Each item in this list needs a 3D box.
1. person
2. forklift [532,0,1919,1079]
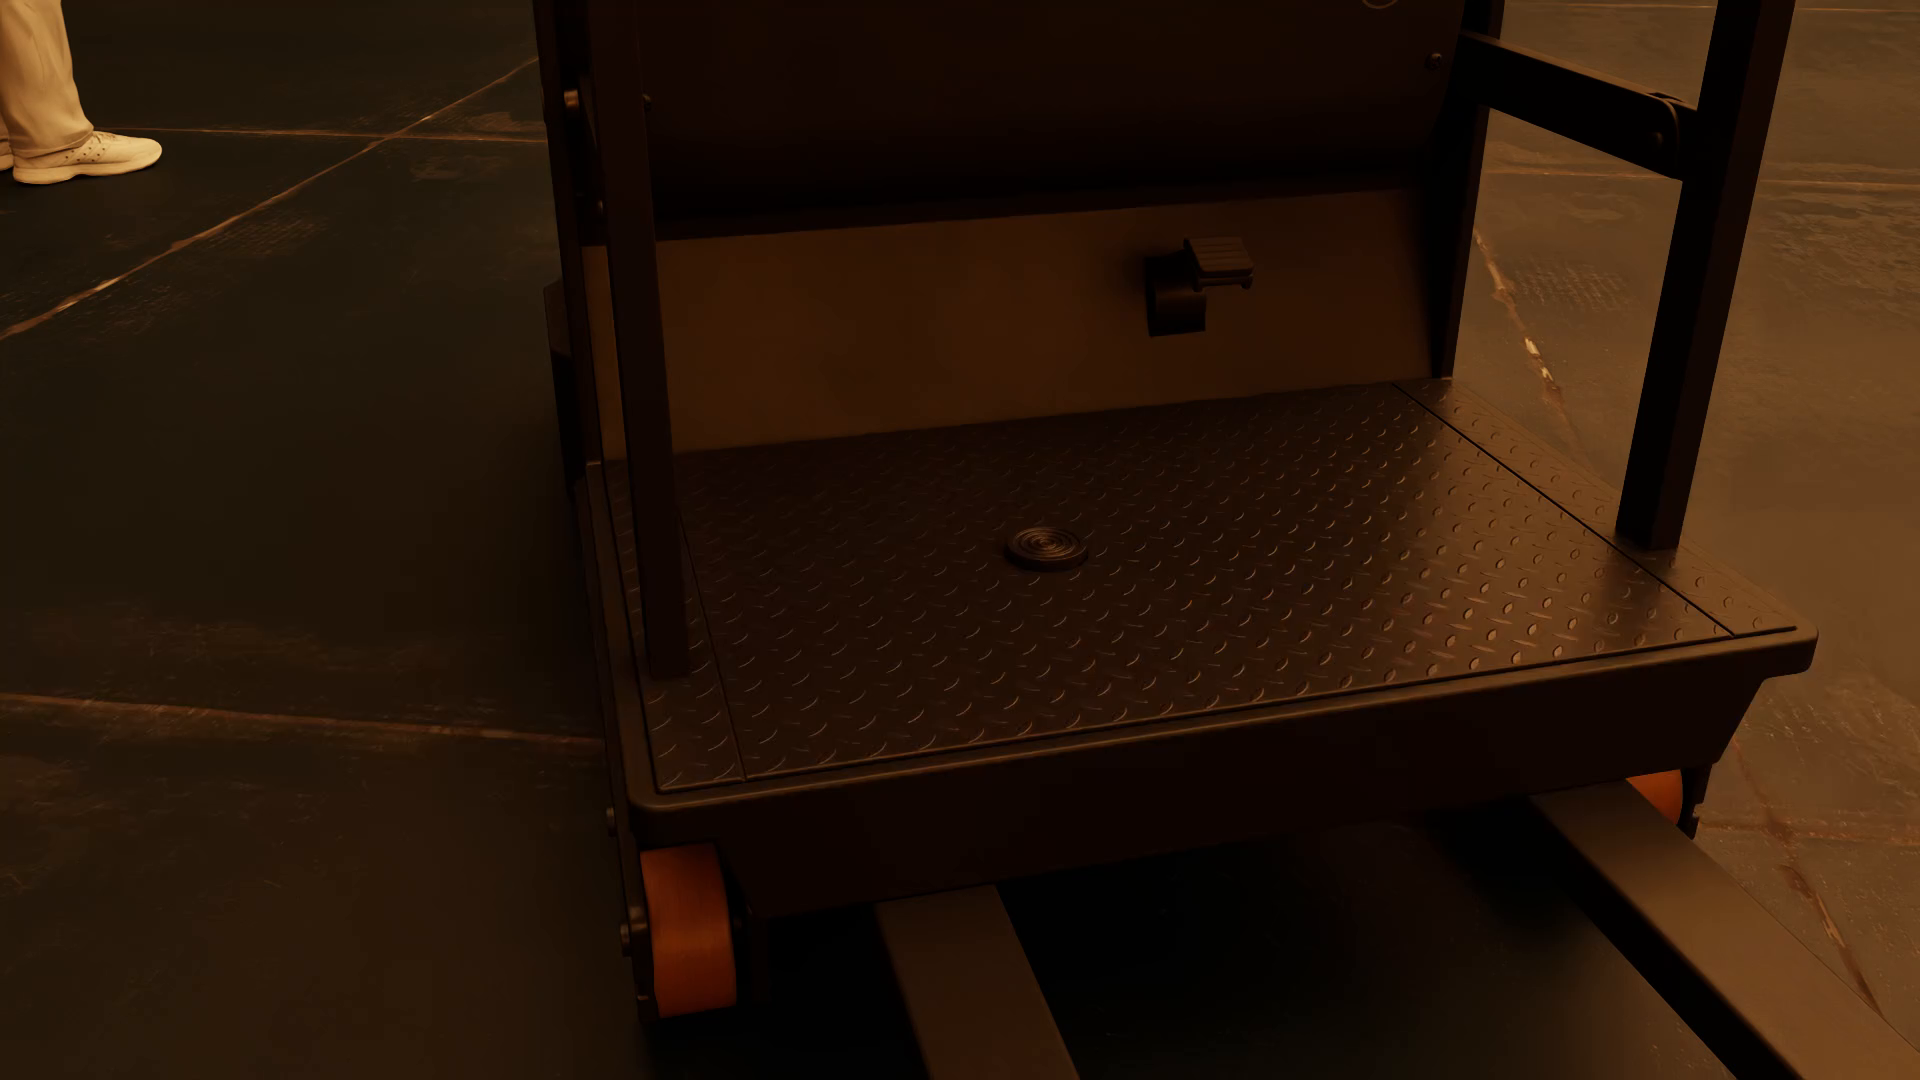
[{"bbox_3d":[-2.487,-1.819,4.150,0.548,1.782,0.386,16,31,29],"label":"person"},{"bbox_3d":[0.153,-1.049,1.319,1.130,2.935,3.031,-7,27,-13],"label":"forklift"}]
